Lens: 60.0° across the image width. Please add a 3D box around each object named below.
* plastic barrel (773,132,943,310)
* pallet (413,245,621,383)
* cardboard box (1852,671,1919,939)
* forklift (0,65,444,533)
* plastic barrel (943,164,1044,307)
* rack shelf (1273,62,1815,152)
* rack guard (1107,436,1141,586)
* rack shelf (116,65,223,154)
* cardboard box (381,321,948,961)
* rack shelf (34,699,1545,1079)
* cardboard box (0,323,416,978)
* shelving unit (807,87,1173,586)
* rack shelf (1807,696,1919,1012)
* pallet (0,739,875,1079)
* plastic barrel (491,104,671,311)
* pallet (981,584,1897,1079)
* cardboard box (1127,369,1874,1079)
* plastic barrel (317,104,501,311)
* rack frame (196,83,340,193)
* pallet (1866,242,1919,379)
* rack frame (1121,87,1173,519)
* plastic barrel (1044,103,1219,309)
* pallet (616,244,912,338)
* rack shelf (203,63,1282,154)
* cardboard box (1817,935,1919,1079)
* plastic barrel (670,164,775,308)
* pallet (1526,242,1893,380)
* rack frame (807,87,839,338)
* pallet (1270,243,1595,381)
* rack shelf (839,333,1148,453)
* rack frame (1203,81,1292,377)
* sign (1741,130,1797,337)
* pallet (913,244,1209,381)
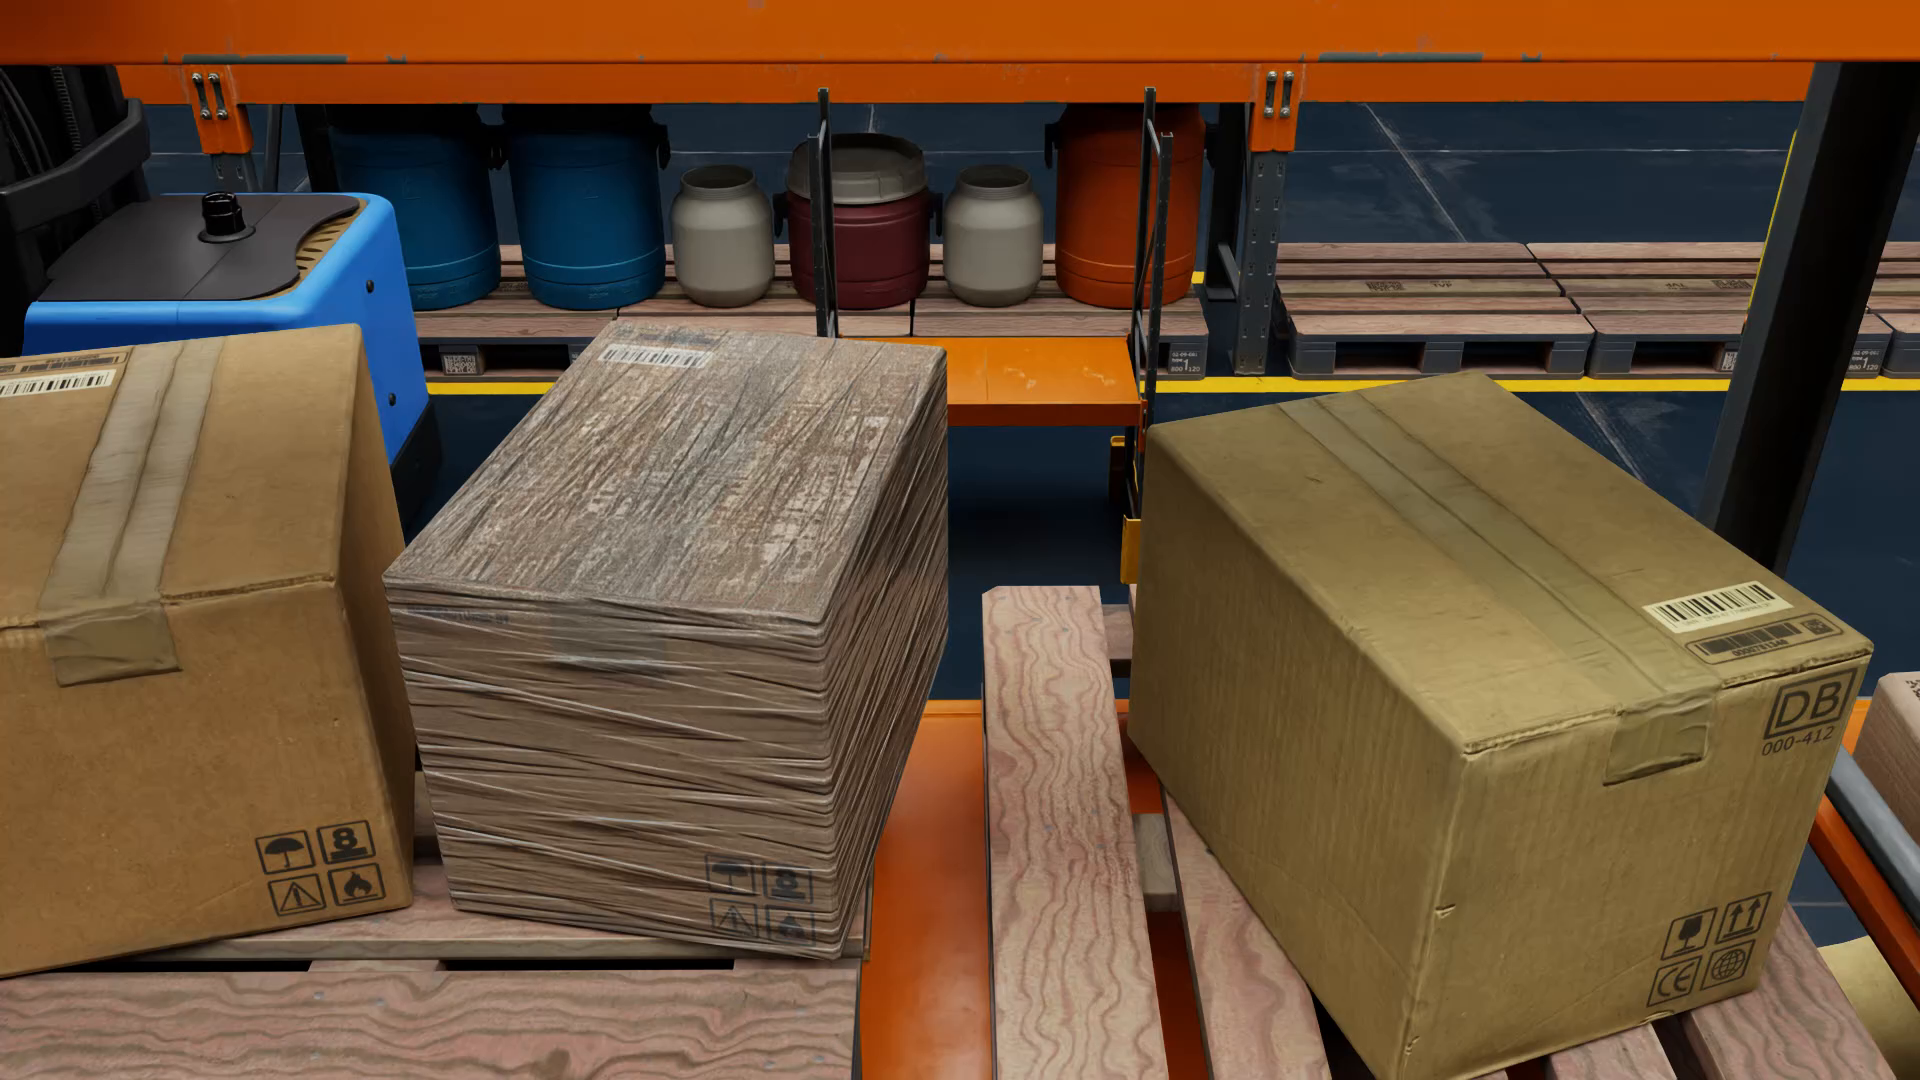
[{"bbox_3d":[-0.426,-1.350,7.004,0.708,0.588,0.600,0,31,0],"label":"plastic barrel"},{"bbox_3d":[-2.036,-0.992,7.181,1.213,0.211,1.003,0,31,0],"label":"pallet"},{"bbox_3d":[1.582,0.413,2.263,0.500,0.311,0.500,2,31,3],"label":"cardboard box"},{"bbox_3d":[-3.405,-1.260,5.001,3.031,2.935,1.130,0,31,0],"label":"forklift"},{"bbox_3d":[0.139,-1.273,6.950,0.421,0.512,0.421,0,31,0],"label":"plastic barrel"},{"bbox_3d":[3.192,-1.915,6.707,4.000,0.370,1.077,0,31,0],"label":"rack shelf"},{"bbox_3d":[0.574,-0.109,5.688,0.087,0.250,0.587,0,31,0],"label":"rack guard"},{"bbox_3d":[-4.808,-1.889,6.666,4.000,0.370,1.077,0,31,0],"label":"rack shelf"},{"bbox_3d":[-0.327,0.096,2.200,0.500,0.500,0.700,6,32,9],"label":"cardboard box"},{"bbox_3d":[-0.782,0.667,2.452,4.000,0.370,1.077,0,31,0],"label":"rack shelf"},{"bbox_3d":[-1.015,0.106,2.182,0.500,0.500,0.700,-8,32,-13],"label":"cardboard box"},{"bbox_3d":[0.076,-0.641,5.361,1.083,1.500,0.587,0,31,0],"label":"shelving unit"},{"bbox_3d":[3.218,0.655,2.472,4.000,0.370,1.077,0,31,0],"label":"rack shelf"},{"bbox_3d":[-0.726,0.444,2.311,1.213,0.211,1.003,0,31,0],"label":"pallet"},{"bbox_3d":[-1.556,-1.481,6.917,0.708,0.901,0.600,0,31,0],"label":"plastic barrel"},{"bbox_3d":[0.541,0.474,2.262,1.003,0.211,1.213,0,31,0],"label":"pallet"},{"bbox_3d":[0.589,0.192,2.041,0.500,0.500,0.700,-11,33,-17],"label":"cardboard box"},{"bbox_3d":[-2.264,-1.479,6.913,0.708,0.901,0.600,0,31,0],"label":"plastic barrel"},{"bbox_3d":[-2.808,-2.203,6.490,0.127,3.000,1.000,0,31,0],"label":"rack frame"},{"bbox_3d":[4.407,-1.014,7.217,1.213,0.211,1.003,0,31,0],"label":"pallet"},{"bbox_3d":[0.594,-0.643,5.364,0.032,1.500,0.500,0,31,0],"label":"rack frame"},{"bbox_3d":[0.703,-1.457,6.947,0.708,0.830,0.600,0,31,0],"label":"plastic barrel"},{"bbox_3d":[-0.813,-0.997,7.190,1.213,0.211,1.003,0,31,0],"label":"pallet"},{"bbox_3d":[-0.808,-1.902,6.687,4.000,0.370,1.077,0,31,0],"label":"rack shelf"},{"bbox_3d":[1.741,0.980,2.948,0.500,0.311,0.500,1,31,1],"label":"cardboard box"},{"bbox_3d":[-0.990,-1.270,6.944,0.421,0.512,0.421,0,31,0],"label":"plastic barrel"},{"bbox_3d":[3.184,-1.008,7.208,1.213,0.211,1.003,0,31,0],"label":"pallet"},{"bbox_3d":[-0.423,-0.640,5.359,0.032,1.500,0.500,0,31,0],"label":"rack frame"},{"bbox_3d":[1.967,-1.006,7.204,1.213,0.211,1.003,0,31,0],"label":"pallet"},{"bbox_3d":[0.085,-0.488,5.455,1.000,0.185,0.538,0,31,0],"label":"rack shelf"},{"bbox_3d":[1.192,-2.216,6.510,0.127,3.000,1.000,0,31,0],"label":"rack frame"},{"bbox_3d":[1.212,-0.429,2.450,0.005,0.325,0.100,0,31,0],"label":"sign"},{"bbox_3d":[0.404,-1.000,7.194,1.213,0.211,1.003,0,31,0],"label":"pallet"}]
